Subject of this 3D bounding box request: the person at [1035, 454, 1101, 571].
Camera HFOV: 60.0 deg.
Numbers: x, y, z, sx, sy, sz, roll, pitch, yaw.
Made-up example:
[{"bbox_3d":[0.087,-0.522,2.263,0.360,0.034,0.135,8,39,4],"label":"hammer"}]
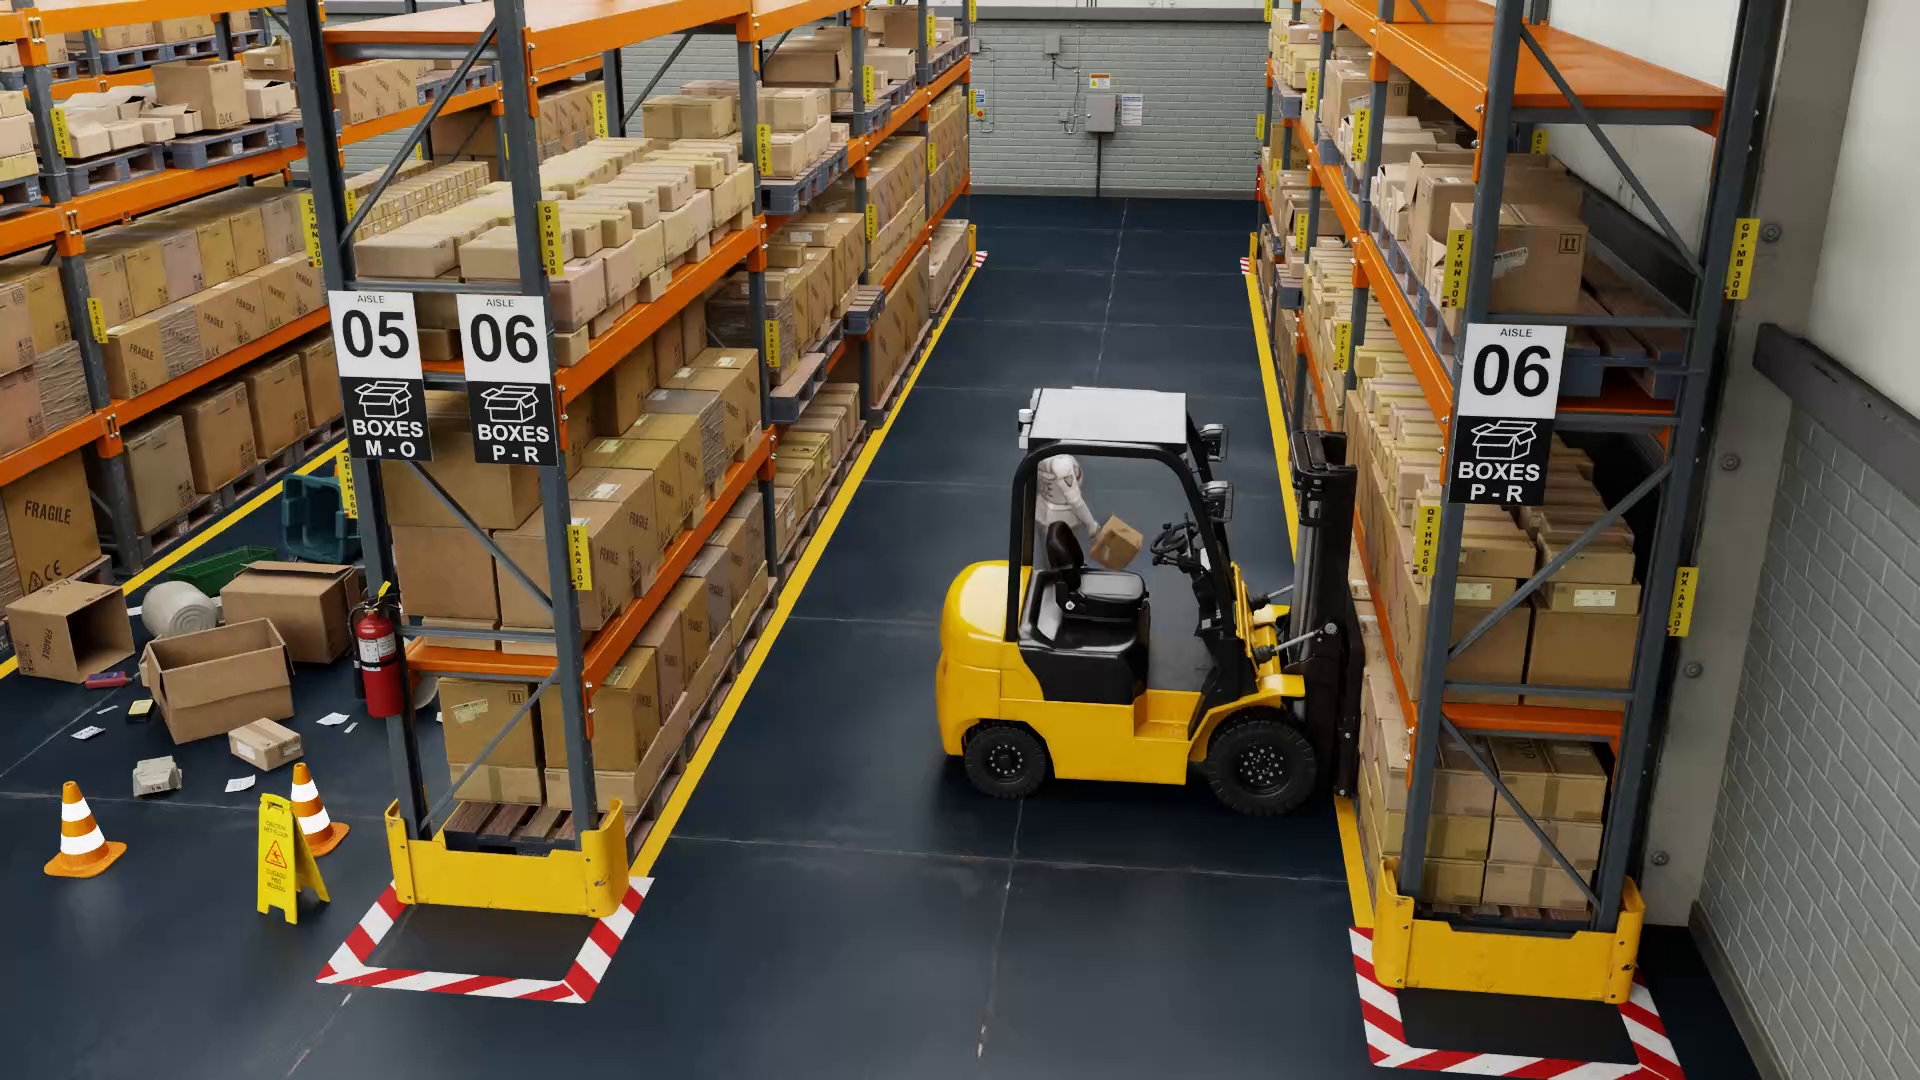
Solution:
[{"bbox_3d":[0.689,-0.108,11.280,0.452,1.702,0.539,-8,23,-20],"label":"person"}]
